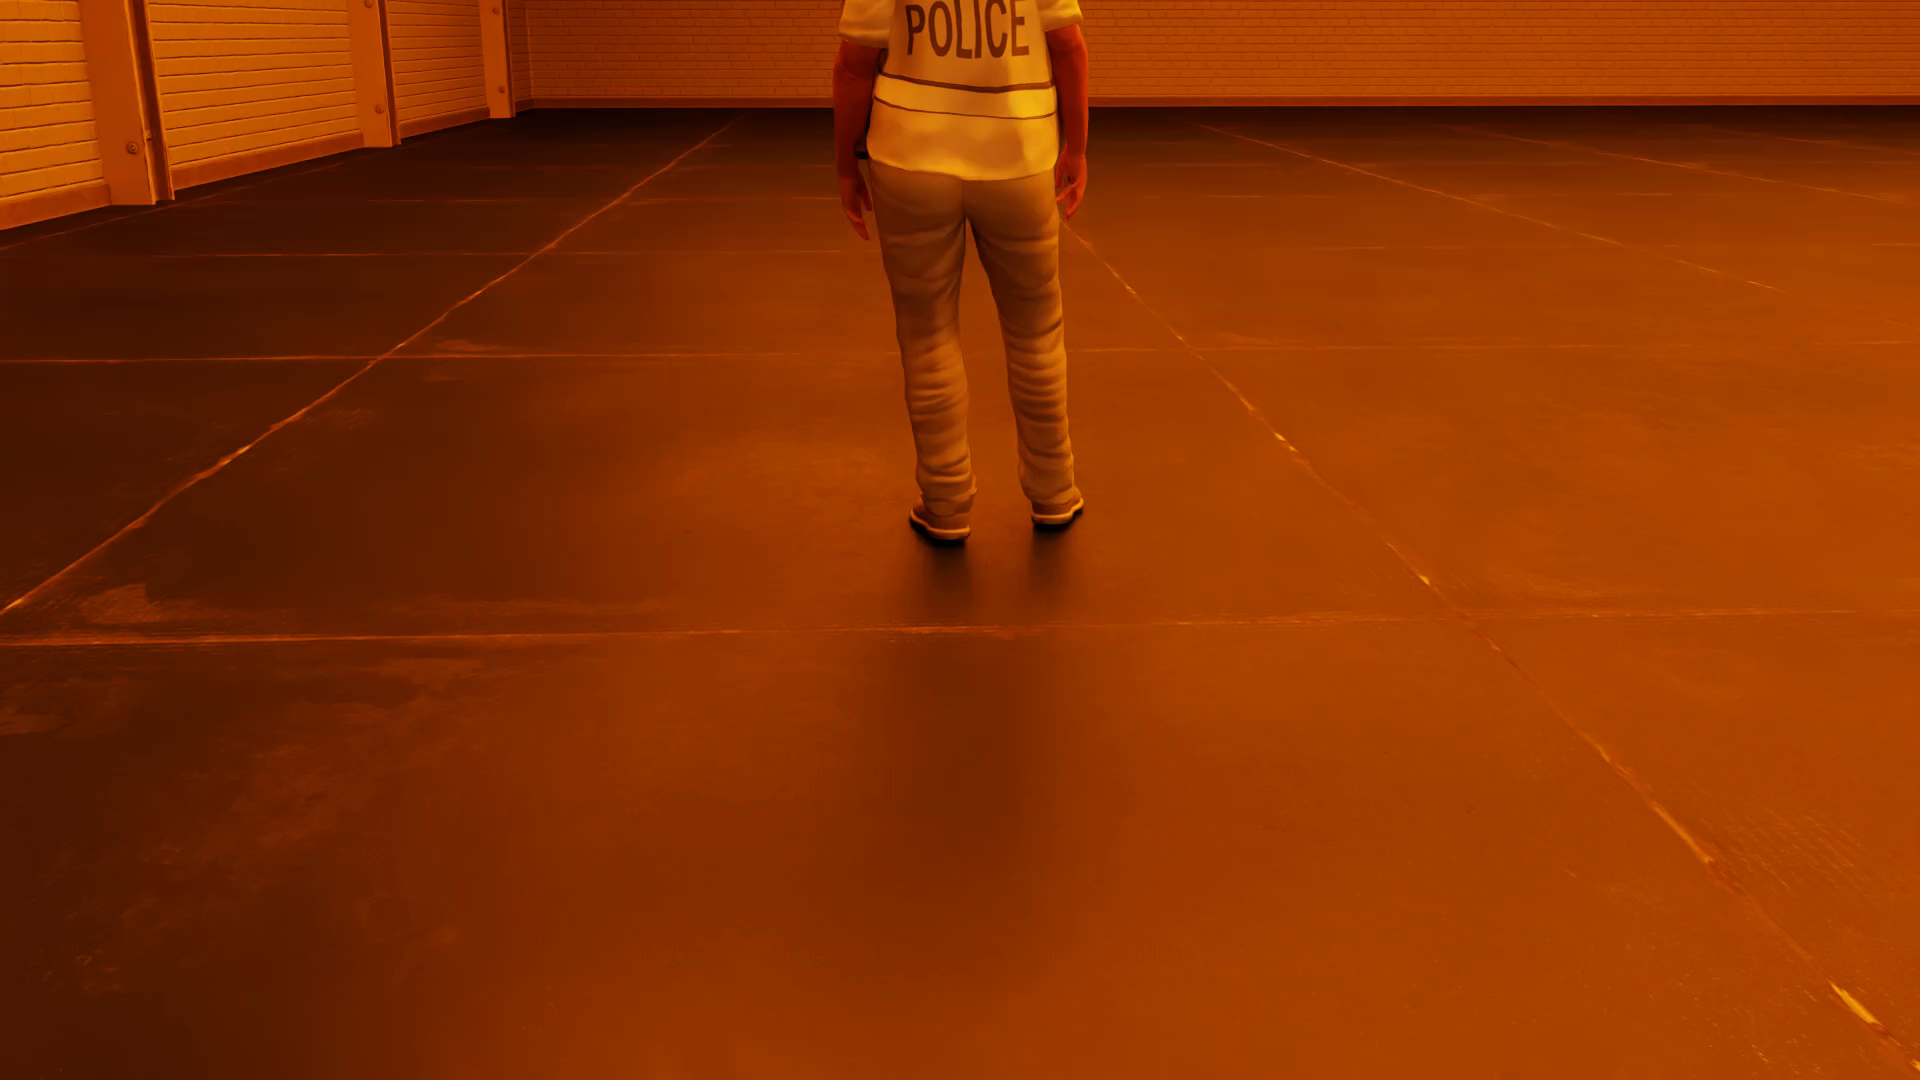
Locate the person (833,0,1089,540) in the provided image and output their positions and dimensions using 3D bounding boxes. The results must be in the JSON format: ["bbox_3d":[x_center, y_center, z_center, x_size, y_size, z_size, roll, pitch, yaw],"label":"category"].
[{"bbox_3d":[0.019,-0.826,3.747,0.598,1.670,0.529,-1,17,-3],"label":"person"}]
